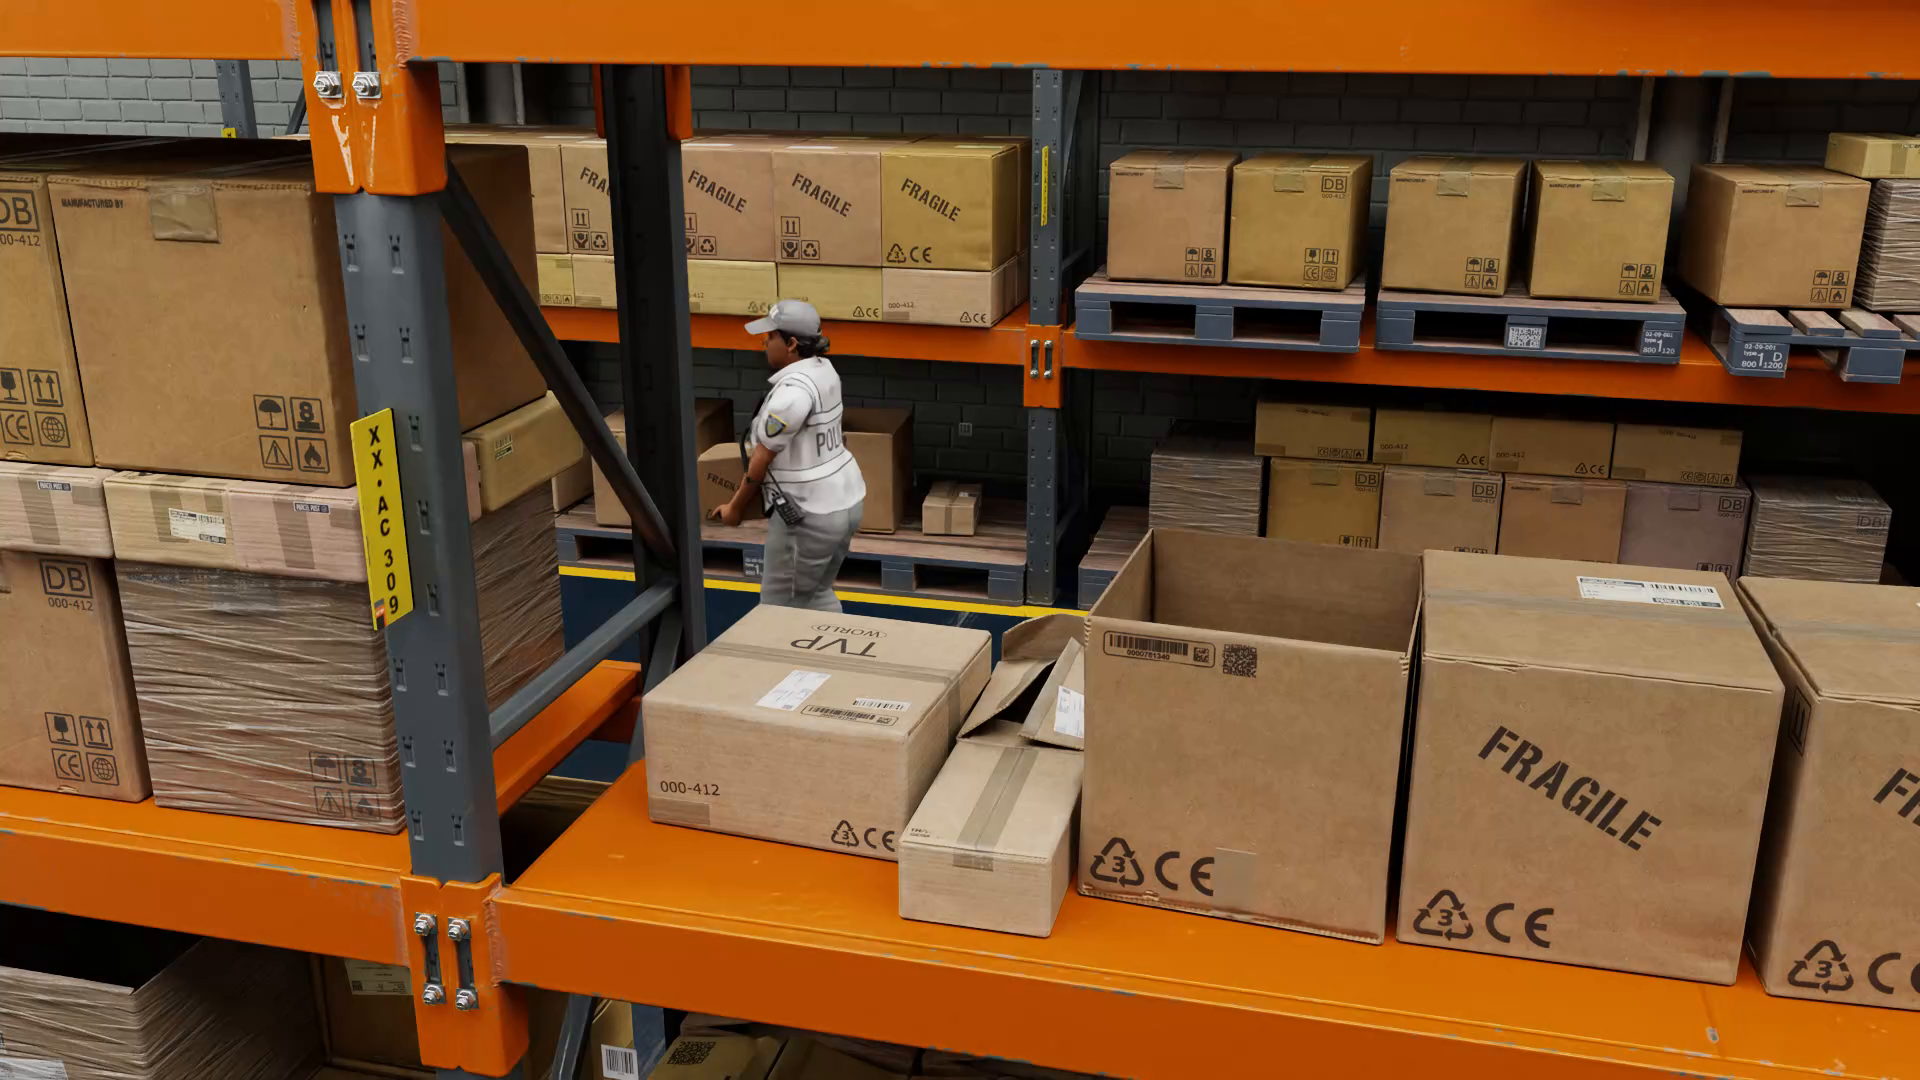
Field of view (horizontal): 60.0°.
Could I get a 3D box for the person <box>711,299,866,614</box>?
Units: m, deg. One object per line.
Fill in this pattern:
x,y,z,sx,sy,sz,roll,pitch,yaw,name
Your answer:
-0.648,-0.099,6.374,0.552,1.661,0.452,4,19,13,person
